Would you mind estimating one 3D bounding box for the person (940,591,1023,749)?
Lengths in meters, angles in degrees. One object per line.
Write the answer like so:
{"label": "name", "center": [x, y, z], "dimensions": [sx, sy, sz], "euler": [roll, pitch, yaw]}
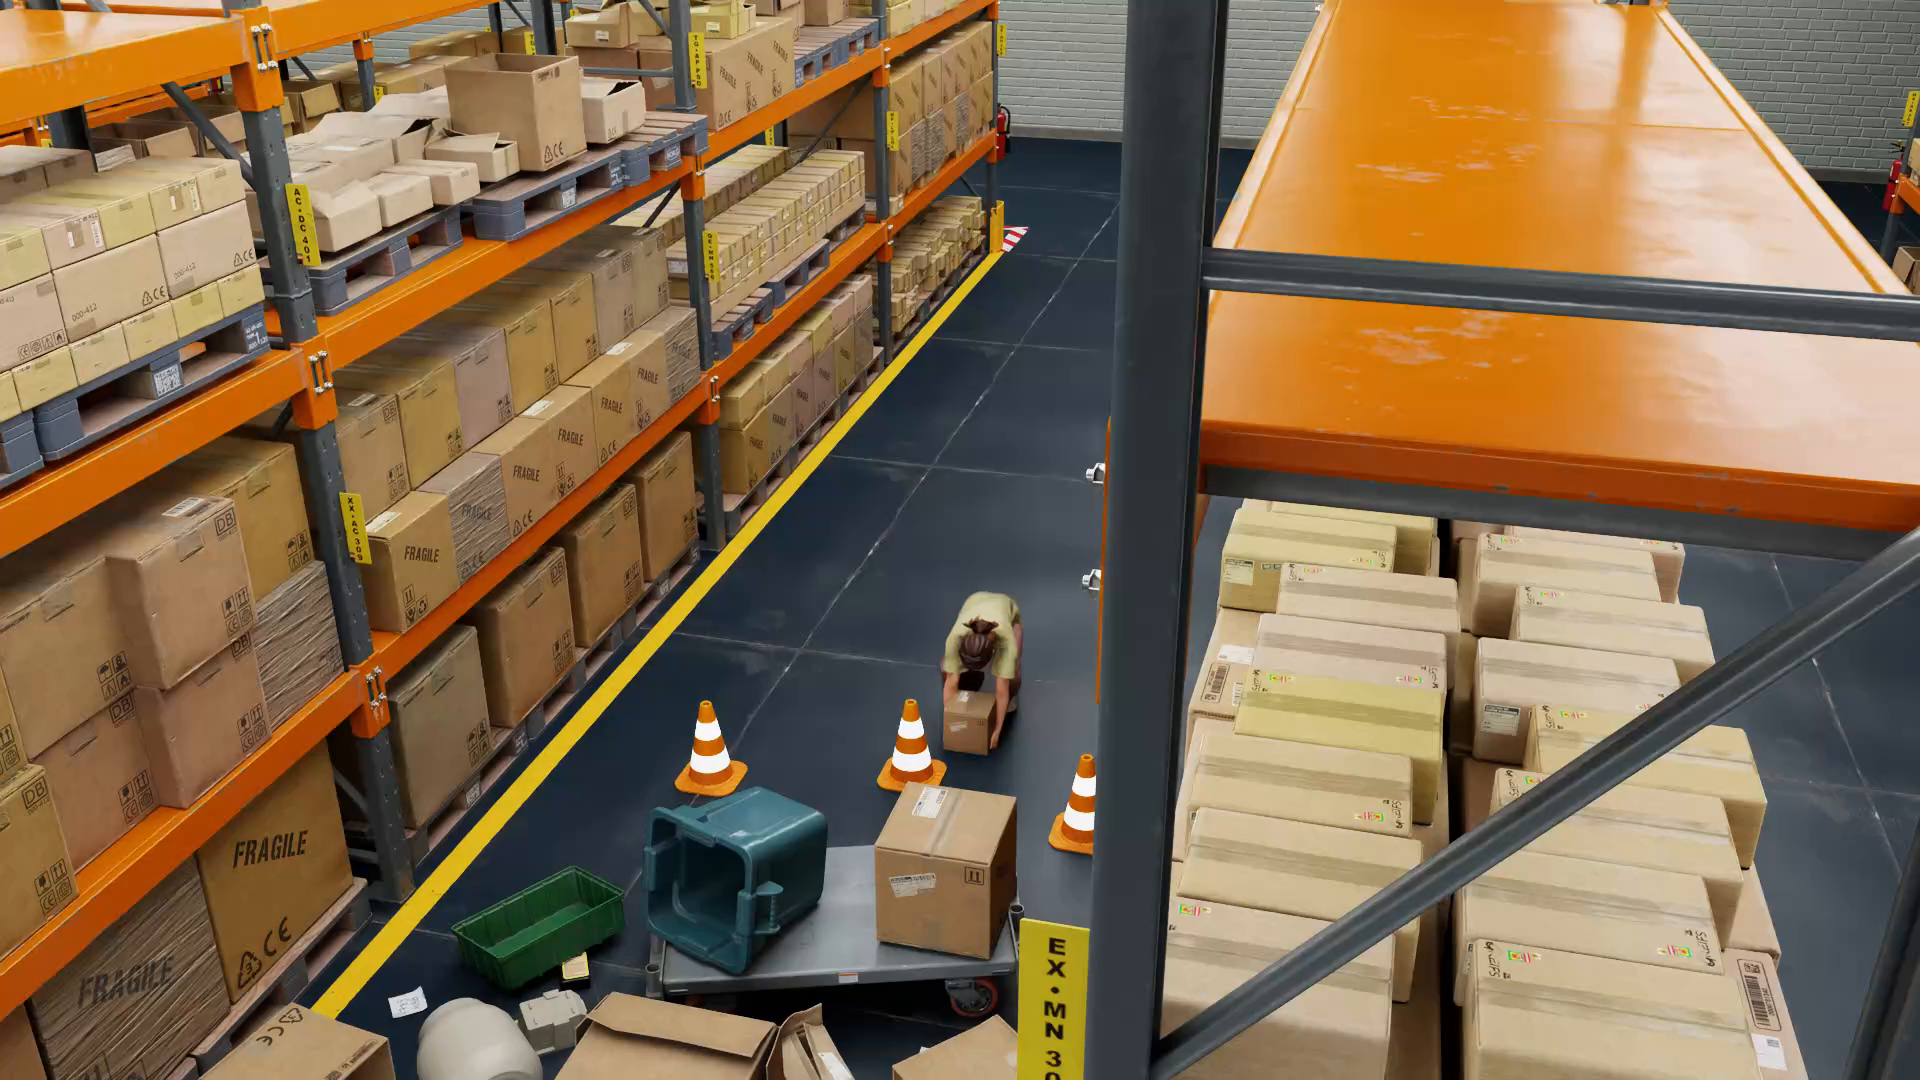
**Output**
{"label": "person", "center": [0.131, 0.674, 9.390], "dimensions": [0.458, 0.762, 0.859], "euler": [6, 26, 12]}
